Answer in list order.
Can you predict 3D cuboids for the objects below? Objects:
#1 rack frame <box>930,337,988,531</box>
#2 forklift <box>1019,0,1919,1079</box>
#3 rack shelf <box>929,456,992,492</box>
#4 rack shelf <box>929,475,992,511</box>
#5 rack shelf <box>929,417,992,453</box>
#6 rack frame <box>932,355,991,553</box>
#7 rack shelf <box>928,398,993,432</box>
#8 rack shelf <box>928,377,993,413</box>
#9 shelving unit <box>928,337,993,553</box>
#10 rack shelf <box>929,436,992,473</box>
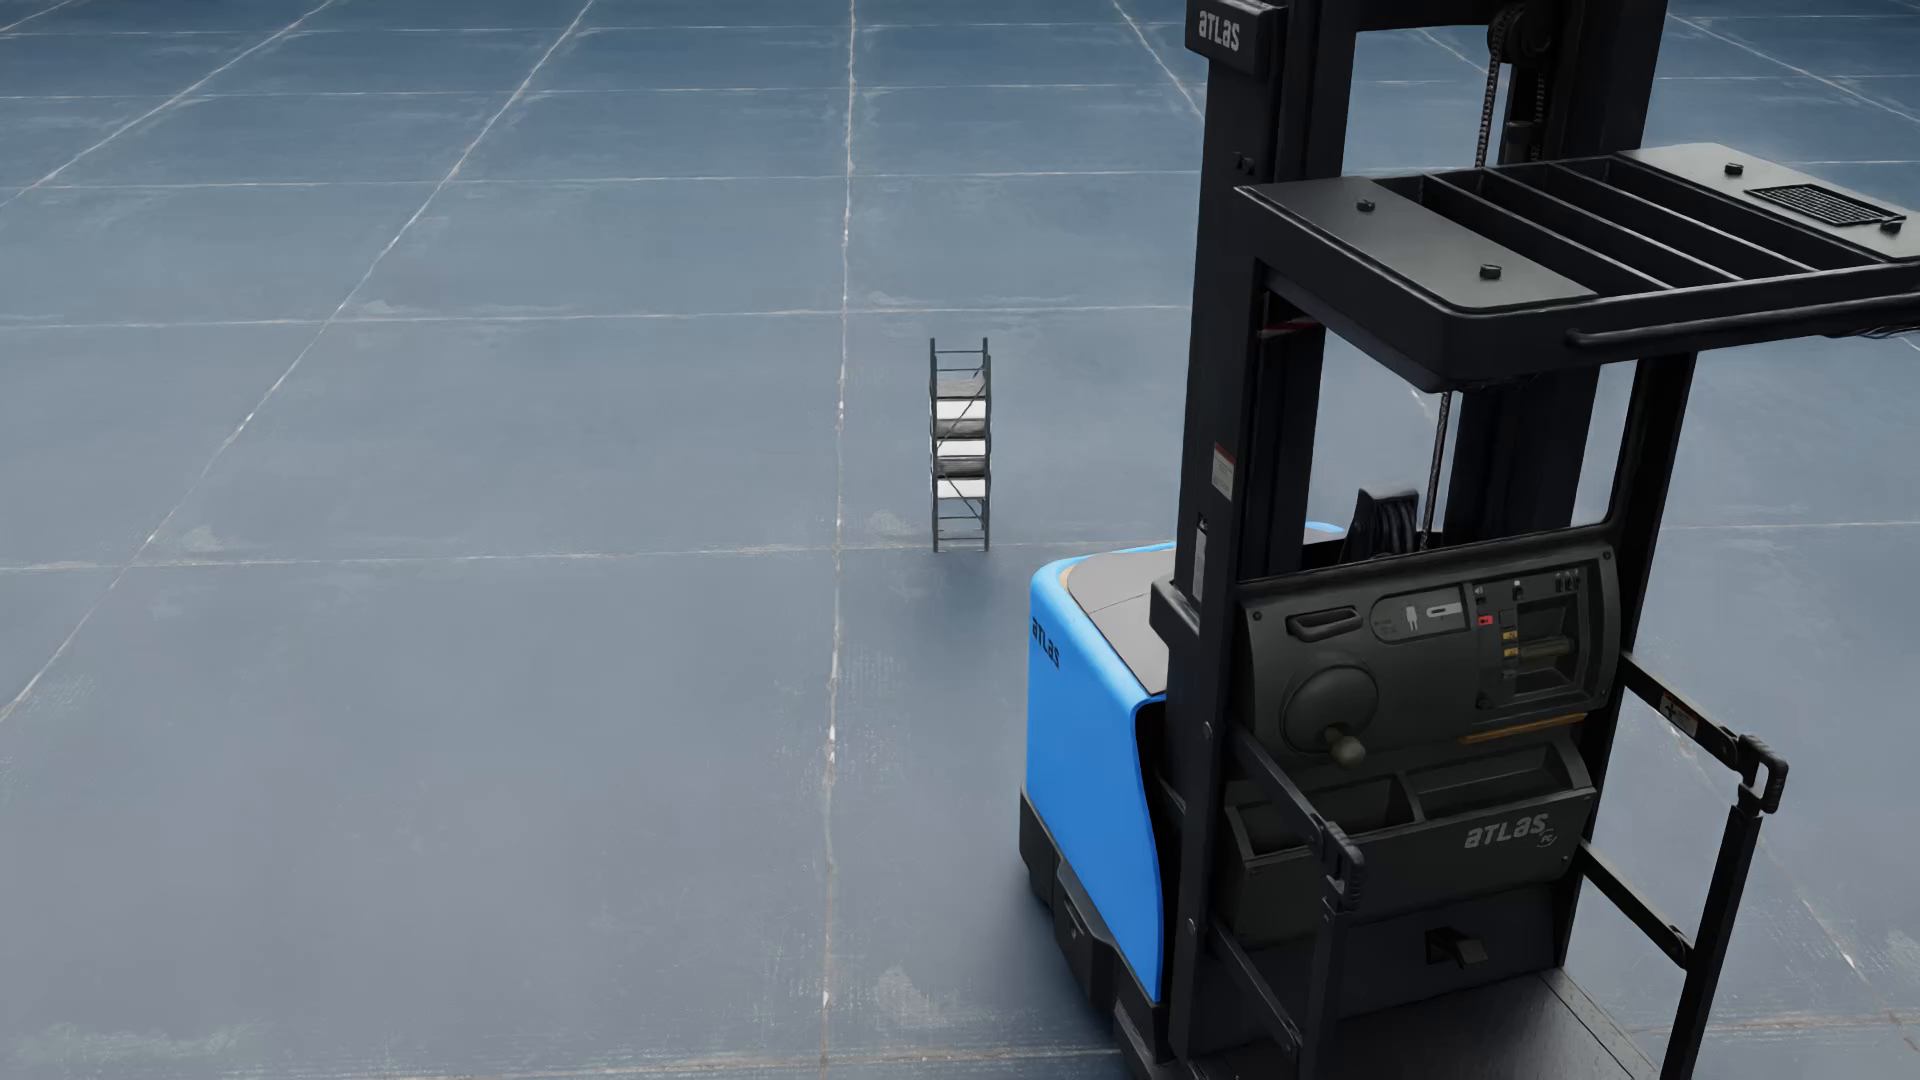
[{"bbox_3d":[-0.005,-0.442,7.125,0.240,0.900,0.006,-1,28,-3],"label":"rack frame"},{"bbox_3d":[1.127,0.296,3.512,1.130,2.935,3.031,-9,29,-16],"label":"forklift"},{"bbox_3d":[0.000,-0.286,7.092,0.258,0.077,0.200,-1,28,-3],"label":"rack shelf"},{"bbox_3d":[0.000,-0.206,7.133,0.258,0.077,0.200,-1,28,-3],"label":"rack shelf"},{"bbox_3d":[0.000,-0.445,7.009,0.258,0.077,0.200,-1,28,-3],"label":"rack shelf"},{"bbox_3d":[0.006,-0.348,6.945,0.240,0.900,0.006,-1,28,-3],"label":"rack frame"},{"bbox_3d":[0.000,-0.525,6.967,0.258,0.077,0.200,-1,28,-3],"label":"rack shelf"},{"bbox_3d":[0.000,-0.605,6.925,0.258,0.077,0.200,-1,28,-3],"label":"rack shelf"},{"bbox_3d":[0.000,-0.395,7.035,0.258,0.900,0.210,-1,28,-3],"label":"shelving unit"},{"bbox_3d":[0.000,-0.366,7.050,0.258,0.077,0.200,-1,28,-3],"label":"rack shelf"}]
